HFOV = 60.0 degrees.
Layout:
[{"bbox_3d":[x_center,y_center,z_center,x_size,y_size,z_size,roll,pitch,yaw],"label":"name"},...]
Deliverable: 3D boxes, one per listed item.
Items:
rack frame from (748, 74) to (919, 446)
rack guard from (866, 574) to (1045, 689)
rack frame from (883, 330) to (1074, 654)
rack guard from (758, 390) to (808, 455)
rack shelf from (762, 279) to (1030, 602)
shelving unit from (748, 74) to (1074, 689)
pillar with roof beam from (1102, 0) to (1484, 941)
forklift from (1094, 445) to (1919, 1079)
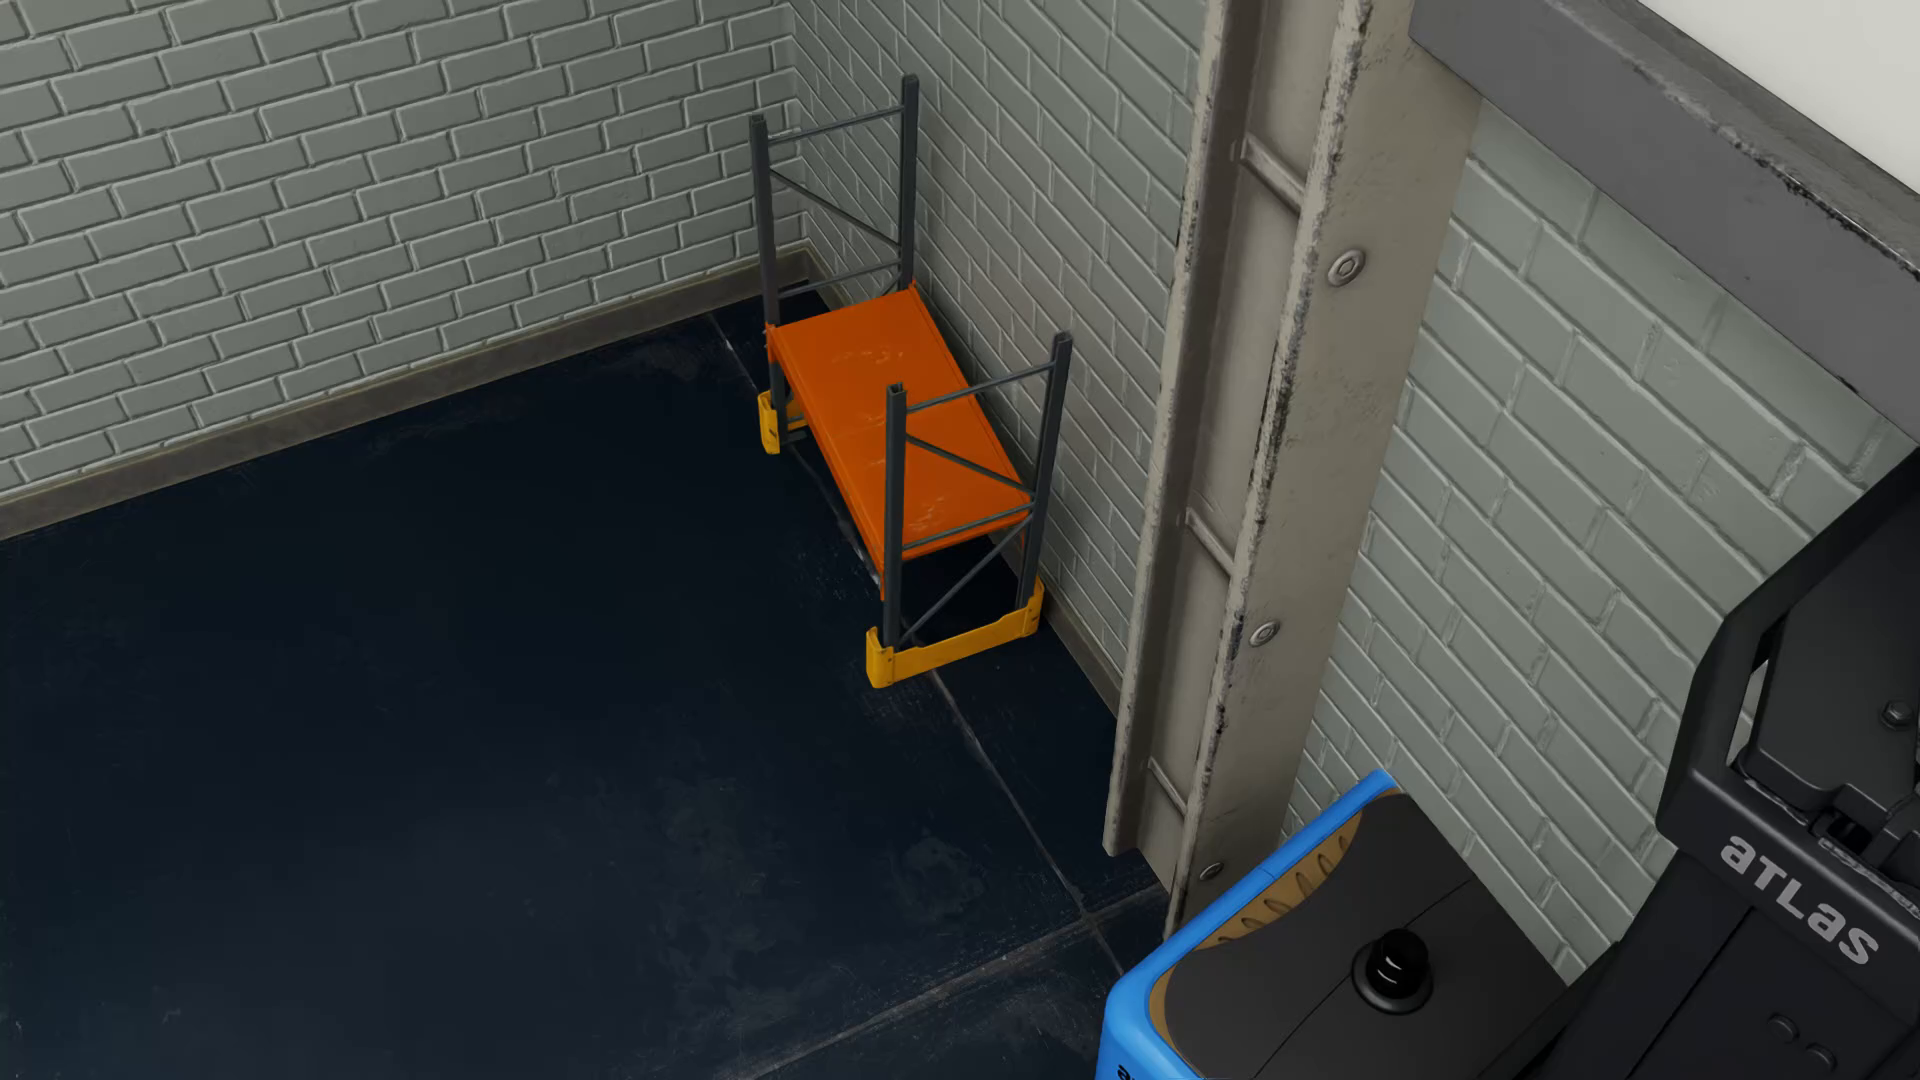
[{"bbox_3d":[-0.384,-0.827,5.279,0.500,1.500,0.032,-19,60,-15],"label":"rack frame"},{"bbox_3d":[-0.017,0.291,5.317,0.587,0.250,0.087,-19,60,-15],"label":"rack guard"},{"bbox_3d":[0.020,-0.035,4.785,0.500,1.500,0.032,-19,60,-15],"label":"rack frame"},{"bbox_3d":[-0.412,-0.484,5.801,0.587,0.250,0.087,-19,60,-15],"label":"rack guard"},{"bbox_3d":[-0.191,-0.333,5.182,0.538,0.185,1.000,-19,60,-15],"label":"rack shelf"},{"bbox_3d":[-0.186,-0.438,5.036,0.587,1.500,1.083,-19,60,-15],"label":"shelving unit"},{"bbox_3d":[-3.180,-0.498,0.207,9.100,9.000,0.400,-21,52,-18],"label":"pillar with roof beam"},{"bbox_3d":[1.621,1.322,2.647,1.130,2.935,3.031,-32,56,-25],"label":"forklift"}]
